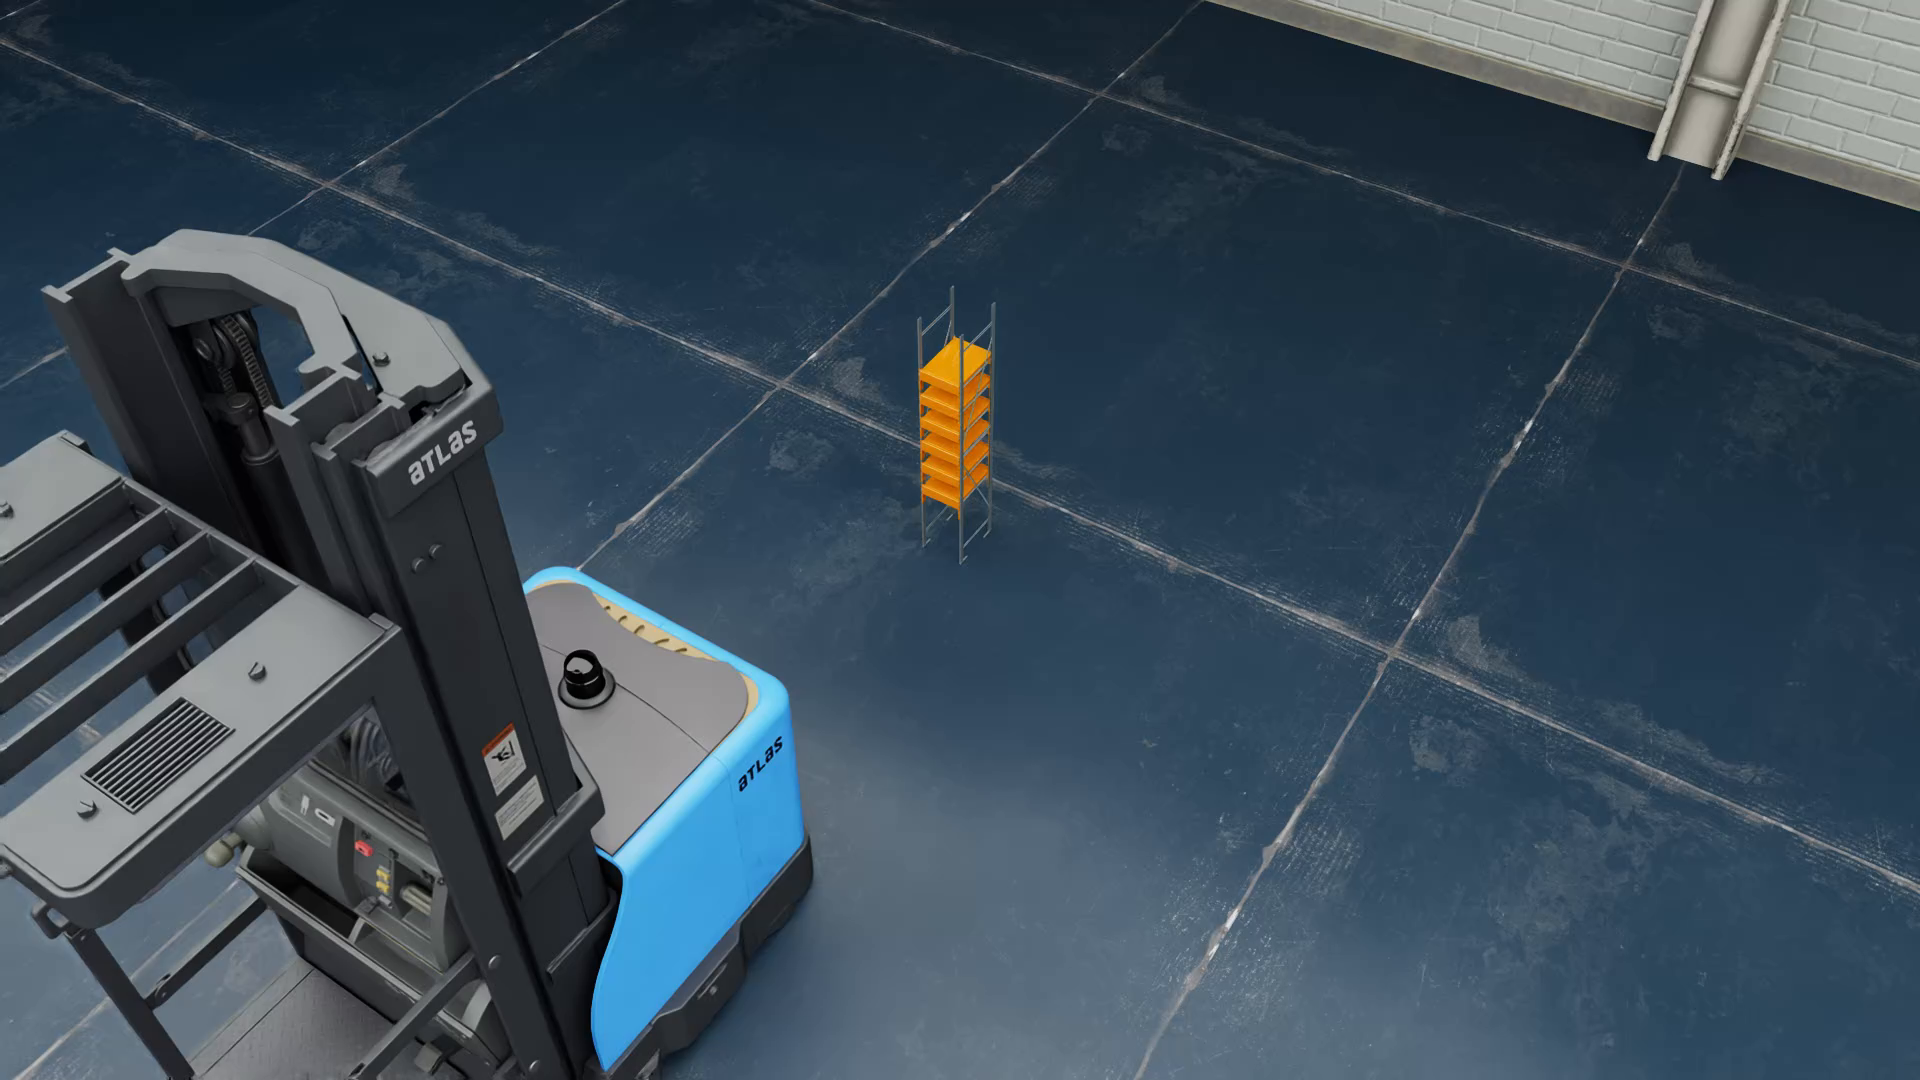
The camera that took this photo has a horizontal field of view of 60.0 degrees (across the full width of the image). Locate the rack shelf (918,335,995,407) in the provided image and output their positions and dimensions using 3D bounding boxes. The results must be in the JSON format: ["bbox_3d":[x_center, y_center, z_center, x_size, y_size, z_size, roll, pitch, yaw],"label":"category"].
[{"bbox_3d":[-0.012,-0.644,6.321,0.180,0.103,0.258,25,51,22],"label":"rack shelf"}]

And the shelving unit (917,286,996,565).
[{"bbox_3d":[-0.012,-0.424,6.547,0.189,1.200,0.258,25,51,22],"label":"shelving unit"}]

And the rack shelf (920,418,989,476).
[{"bbox_3d":[-0.012,-0.393,6.579,0.180,0.103,0.258,25,51,22],"label":"rack shelf"}]

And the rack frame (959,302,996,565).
[{"bbox_3d":[0.065,-0.388,6.513,0.006,1.200,0.240,25,51,22],"label":"rack frame"}]

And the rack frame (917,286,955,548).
[{"bbox_3d":[-0.089,-0.459,6.581,0.006,1.200,0.240,25,51,22],"label":"rack frame"}]

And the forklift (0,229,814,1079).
[{"bbox_3d":[-1.739,0.860,4.093,1.130,2.935,3.031,25,51,23],"label":"forklift"}]

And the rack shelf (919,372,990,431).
[{"bbox_3d":[-0.012,-0.560,6.407,0.180,0.103,0.258,25,51,22],"label":"rack shelf"}]

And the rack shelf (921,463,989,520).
[{"bbox_3d":[-0.012,-0.226,6.751,0.180,0.103,0.258,25,51,22],"label":"rack shelf"}]

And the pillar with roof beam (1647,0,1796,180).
[{"bbox_3d":[1.632,-2.614,3.237,0.400,9.000,9.100,25,51,22],"label":"pillar with roof beam"}]

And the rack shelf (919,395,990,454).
[{"bbox_3d":[-0.012,-0.476,6.493,0.180,0.103,0.258,25,51,22],"label":"rack shelf"}]

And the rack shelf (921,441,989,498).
[{"bbox_3d":[-0.012,-0.309,6.665,0.180,0.103,0.258,25,51,22],"label":"rack shelf"}]
